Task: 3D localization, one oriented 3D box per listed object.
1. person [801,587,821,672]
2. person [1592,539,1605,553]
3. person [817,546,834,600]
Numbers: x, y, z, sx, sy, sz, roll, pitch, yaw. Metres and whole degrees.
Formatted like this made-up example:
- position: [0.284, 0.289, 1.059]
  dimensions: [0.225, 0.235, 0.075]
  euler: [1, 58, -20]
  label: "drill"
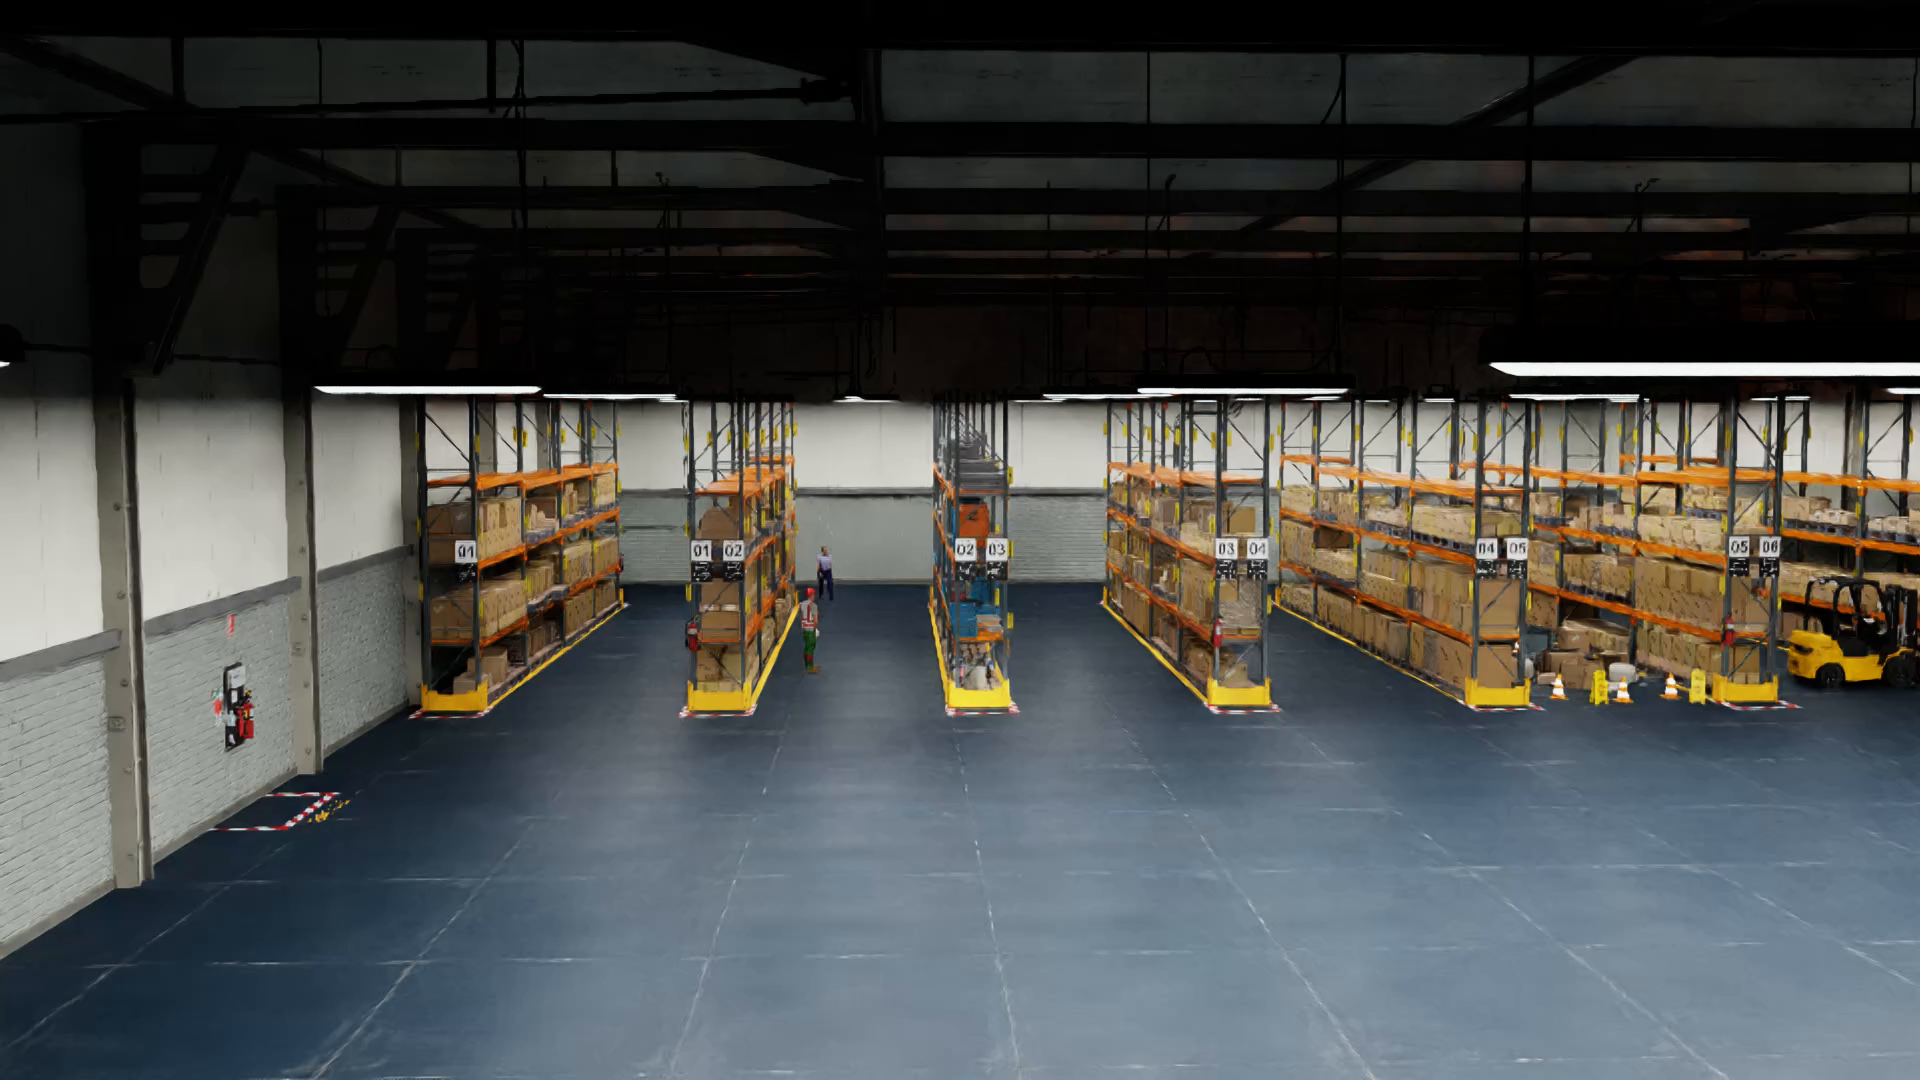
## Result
- position: [-3.175, 1.904, 35.673]
  dimensions: [0.442, 1.792, 0.606]
  euler: [-3, 6, -33]
  label: "person"
- position: [19.247, 0.788, 50.133]
  dimensions: [0.699, 1.718, 0.553]
  euler: [-3, 5, -30]
  label: "person"
- position: [-3.960, 0.955, 48.648]
  dimensions: [0.478, 1.580, 1.000]
  euler: [-1, 5, -11]
  label: "person"
